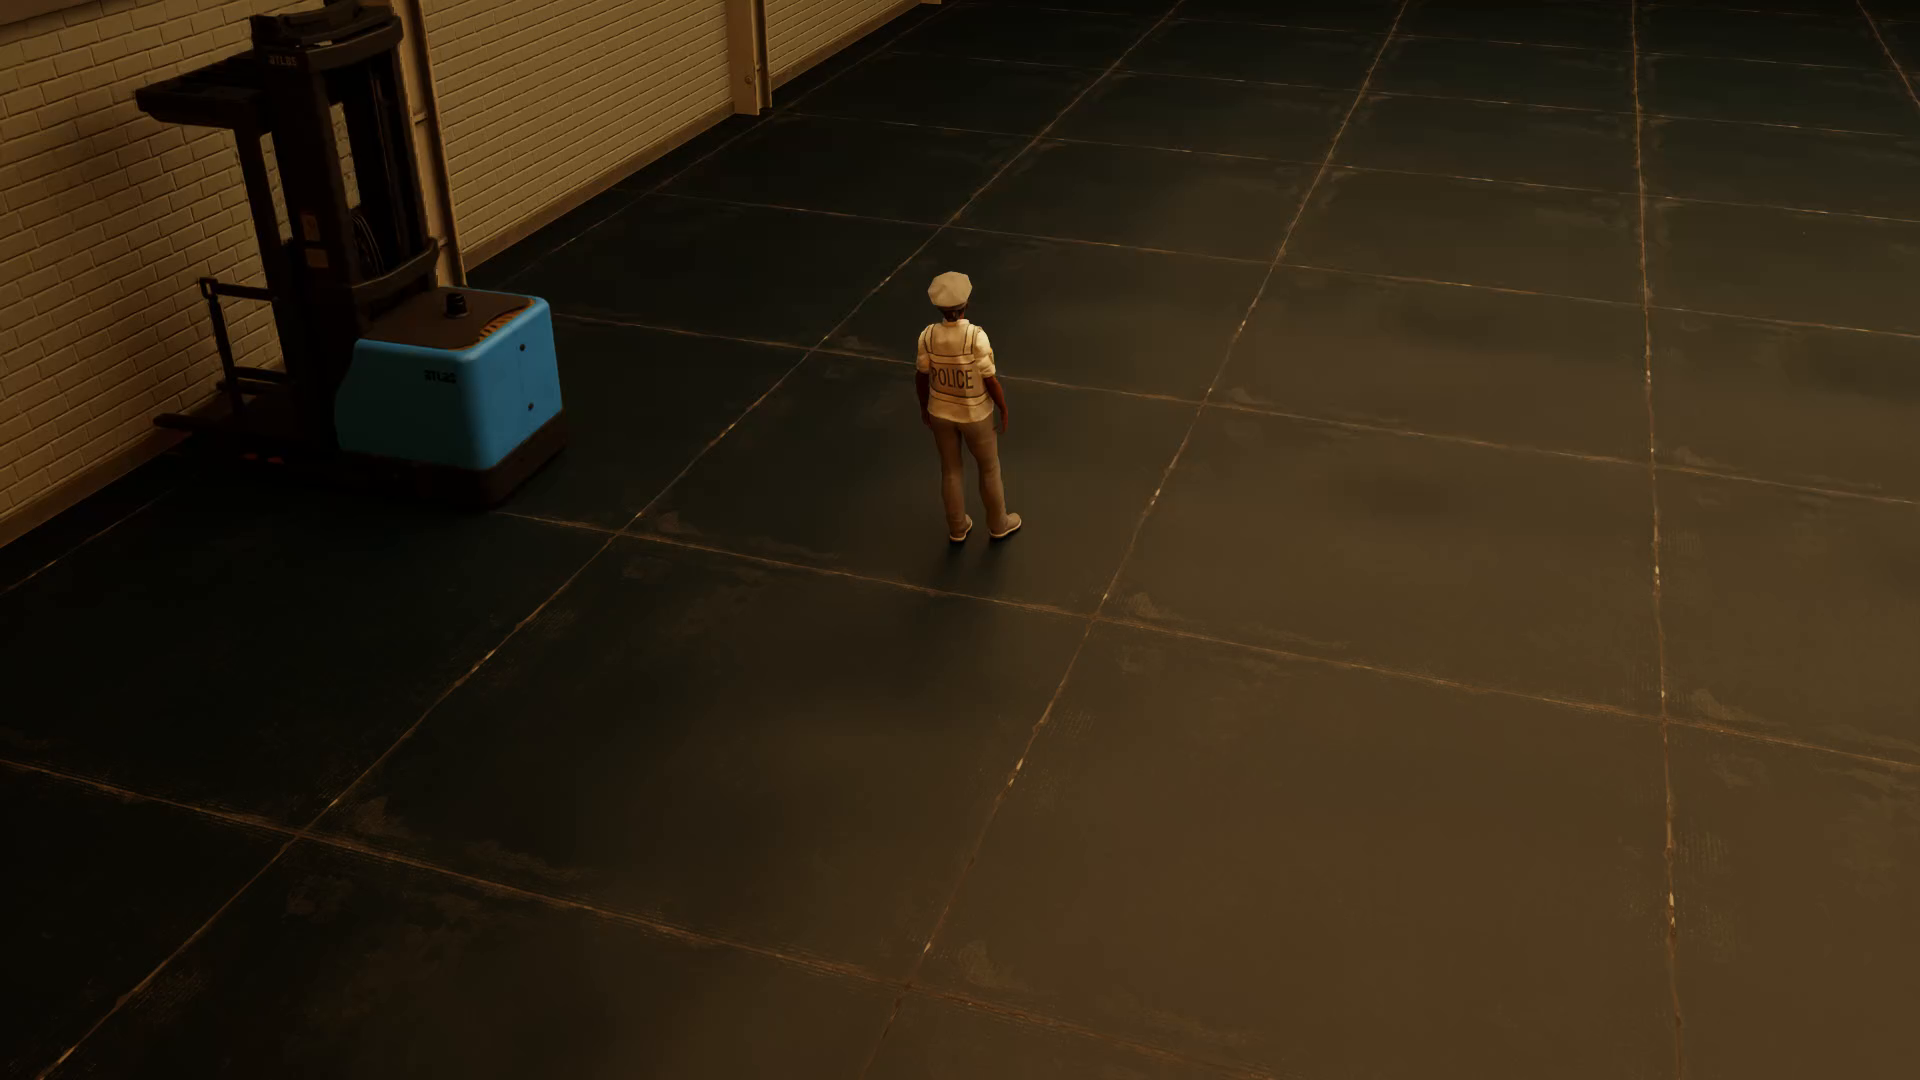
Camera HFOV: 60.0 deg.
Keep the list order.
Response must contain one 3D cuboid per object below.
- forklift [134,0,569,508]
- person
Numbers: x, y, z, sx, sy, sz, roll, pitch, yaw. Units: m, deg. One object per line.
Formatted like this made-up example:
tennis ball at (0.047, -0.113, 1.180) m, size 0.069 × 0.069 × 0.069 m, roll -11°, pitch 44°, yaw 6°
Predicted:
forklift at (-4.190, -1.882, 10.438) m, size 3.031 × 2.935 × 1.130 m, roll 9°, pitch 31°, yaw 15°
person at (0.043, -0.774, 9.730) m, size 0.569 × 1.693 × 0.528 m, roll 10°, pitch 31°, yaw 16°
